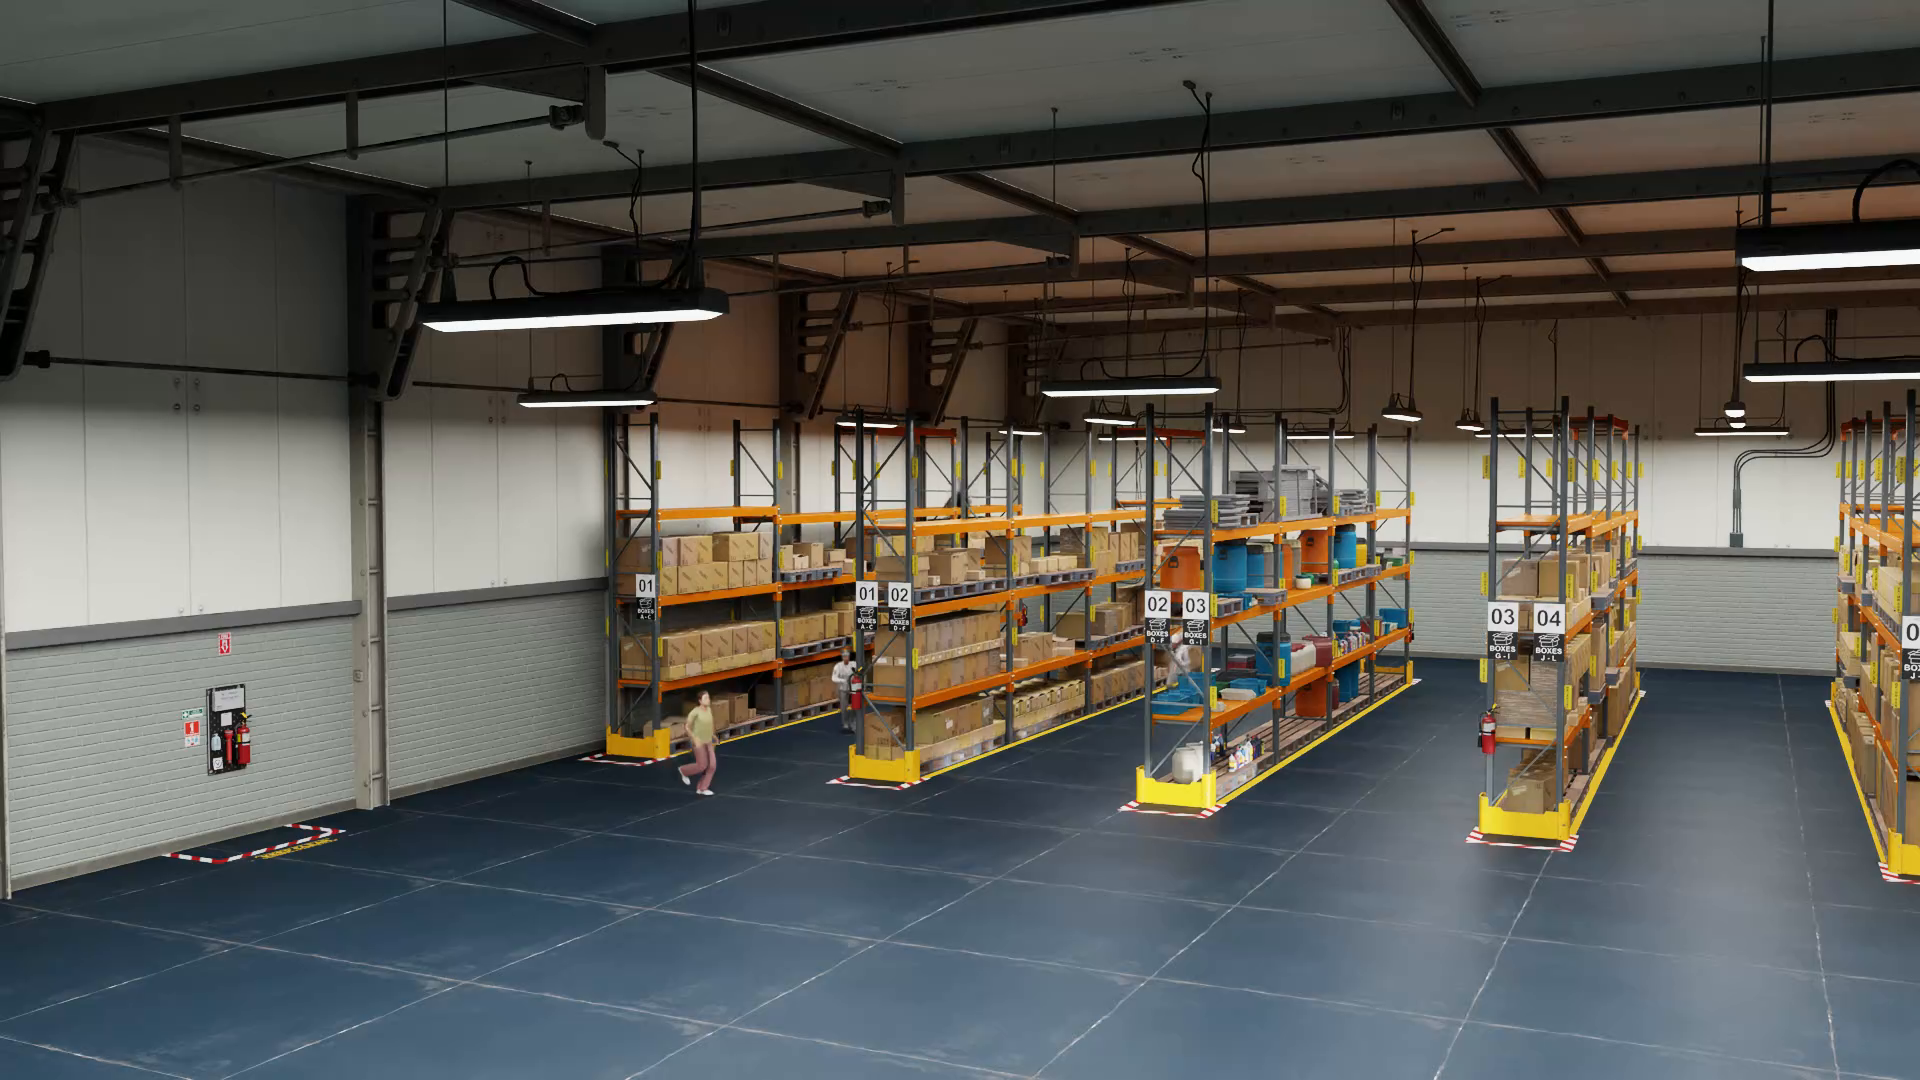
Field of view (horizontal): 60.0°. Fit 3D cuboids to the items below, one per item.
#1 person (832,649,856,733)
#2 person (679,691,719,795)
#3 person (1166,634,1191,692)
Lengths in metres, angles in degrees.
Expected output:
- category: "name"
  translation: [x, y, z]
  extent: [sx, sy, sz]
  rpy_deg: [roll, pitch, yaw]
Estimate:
- category: "person"
  translation: [-2.143, 2.862, 31.721]
  extent: [0.602, 1.616, 0.917]
  rpy_deg: [0, 2, -4]
- category: "person"
  translation: [-4.044, 3.118, 25.675]
  extent: [0.612, 1.613, 0.569]
  rpy_deg: [2, 3, 38]
- category: "person"
  translation: [4.592, 2.725, 34.576]
  extent: [0.660, 1.605, 1.071]
  rpy_deg: [1, 3, 31]
